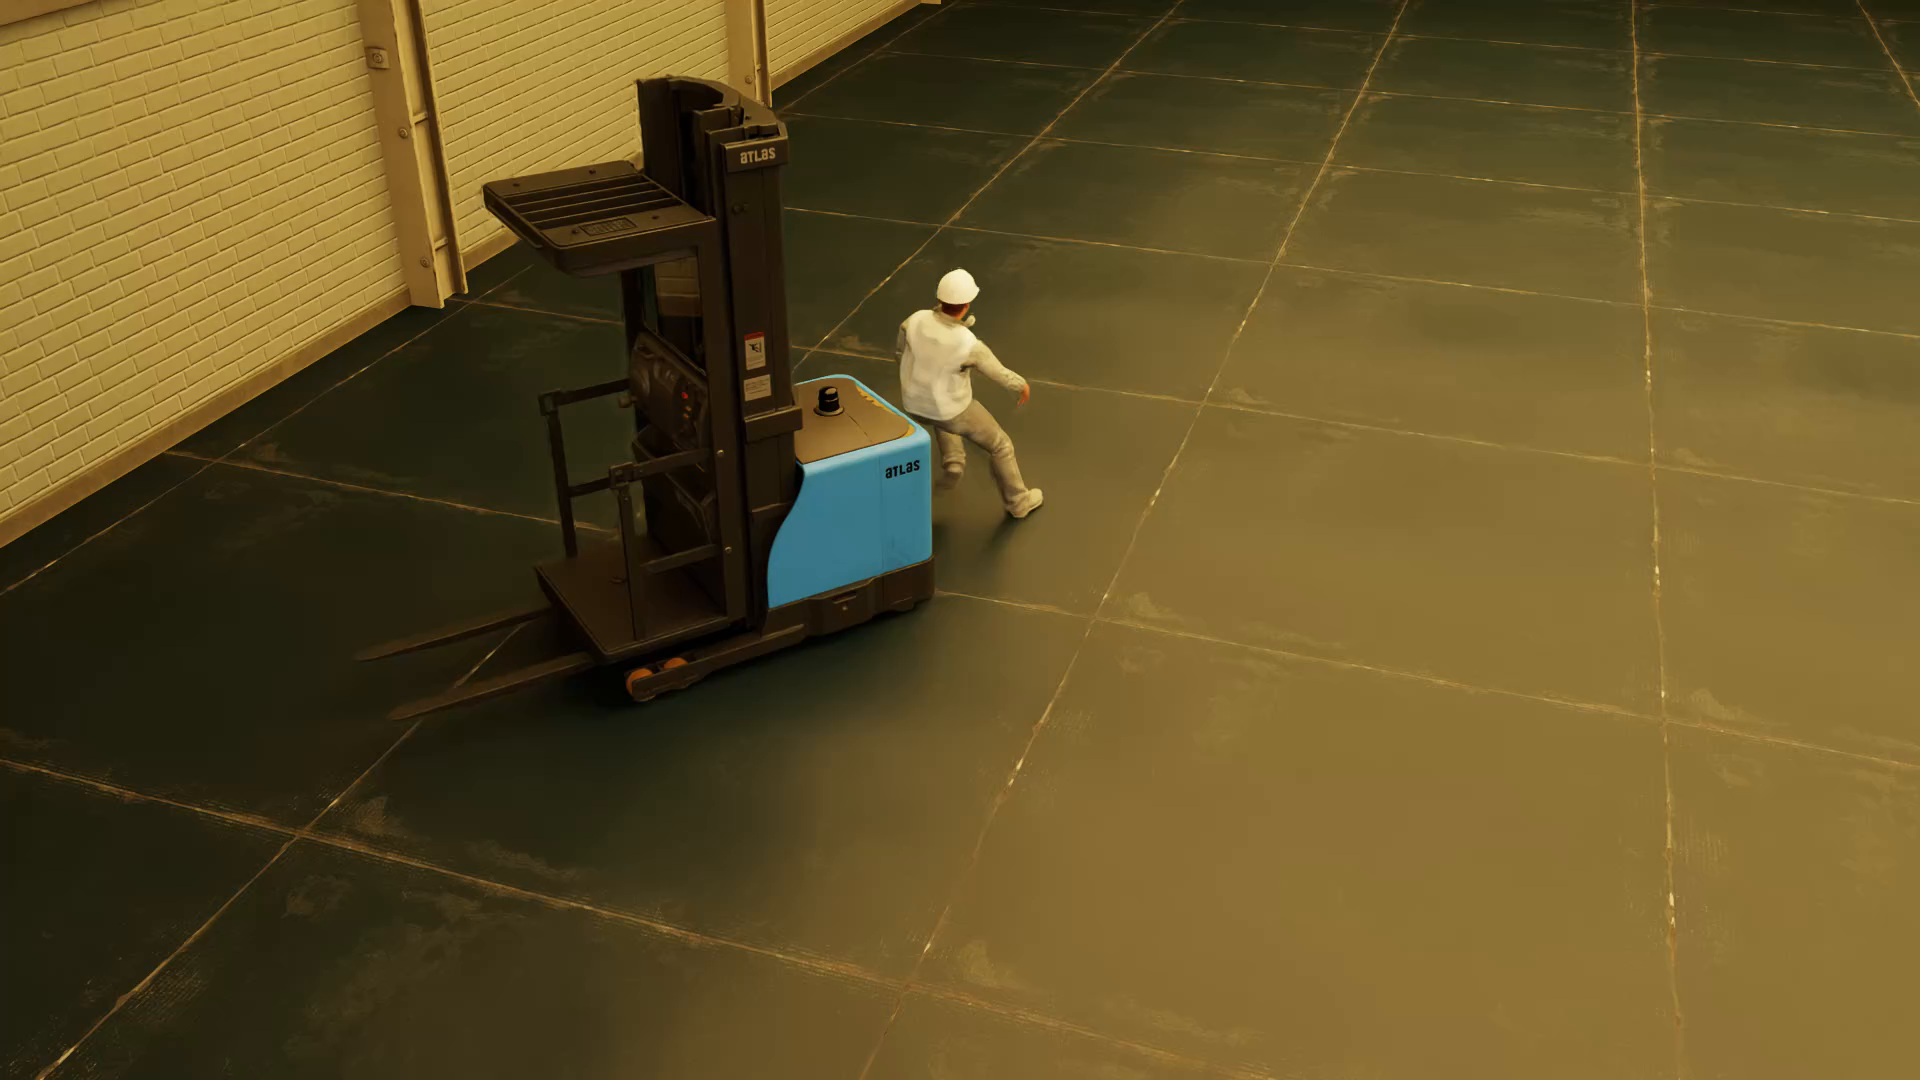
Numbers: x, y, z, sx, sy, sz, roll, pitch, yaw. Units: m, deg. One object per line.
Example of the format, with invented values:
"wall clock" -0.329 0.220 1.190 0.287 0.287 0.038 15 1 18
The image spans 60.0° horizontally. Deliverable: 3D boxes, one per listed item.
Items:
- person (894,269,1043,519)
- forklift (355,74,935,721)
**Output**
"person" 0.044 -0.896 10.027 0.778 1.644 0.695 17 34 27
"forklift" -1.666 -0.735 8.426 3.031 2.935 1.130 -17 34 -27
